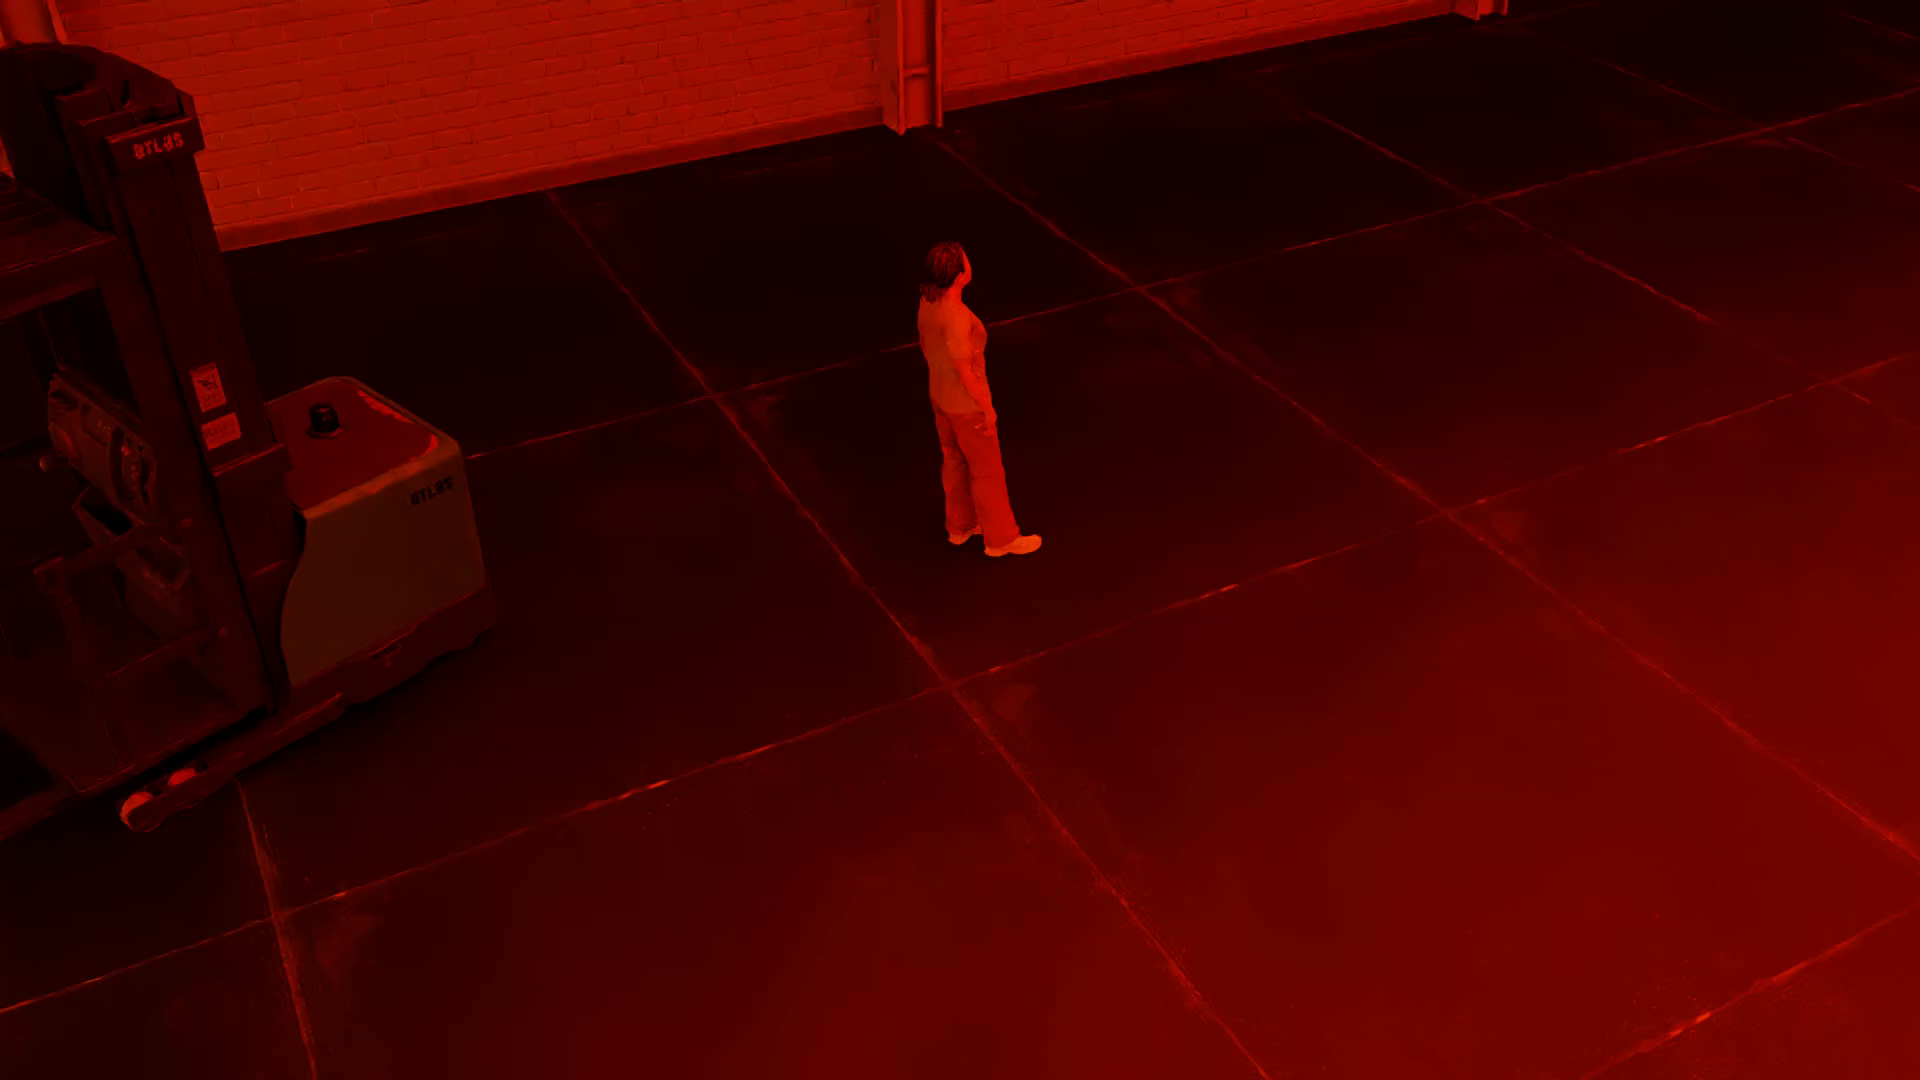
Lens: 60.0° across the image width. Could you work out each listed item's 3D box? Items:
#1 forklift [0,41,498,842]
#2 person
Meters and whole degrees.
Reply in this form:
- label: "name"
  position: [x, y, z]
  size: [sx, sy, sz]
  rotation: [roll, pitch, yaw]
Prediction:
- label: "forklift"
  position: [-3.582, -0.311, 6.563]
  size: [1.130, 2.935, 3.031]
  rotation: [27, 44, 33]
- label: "person"
  position: [0.077, -0.702, 8.201]
  size: [0.532, 1.663, 0.554]
  rotation: [-17, 39, -23]
